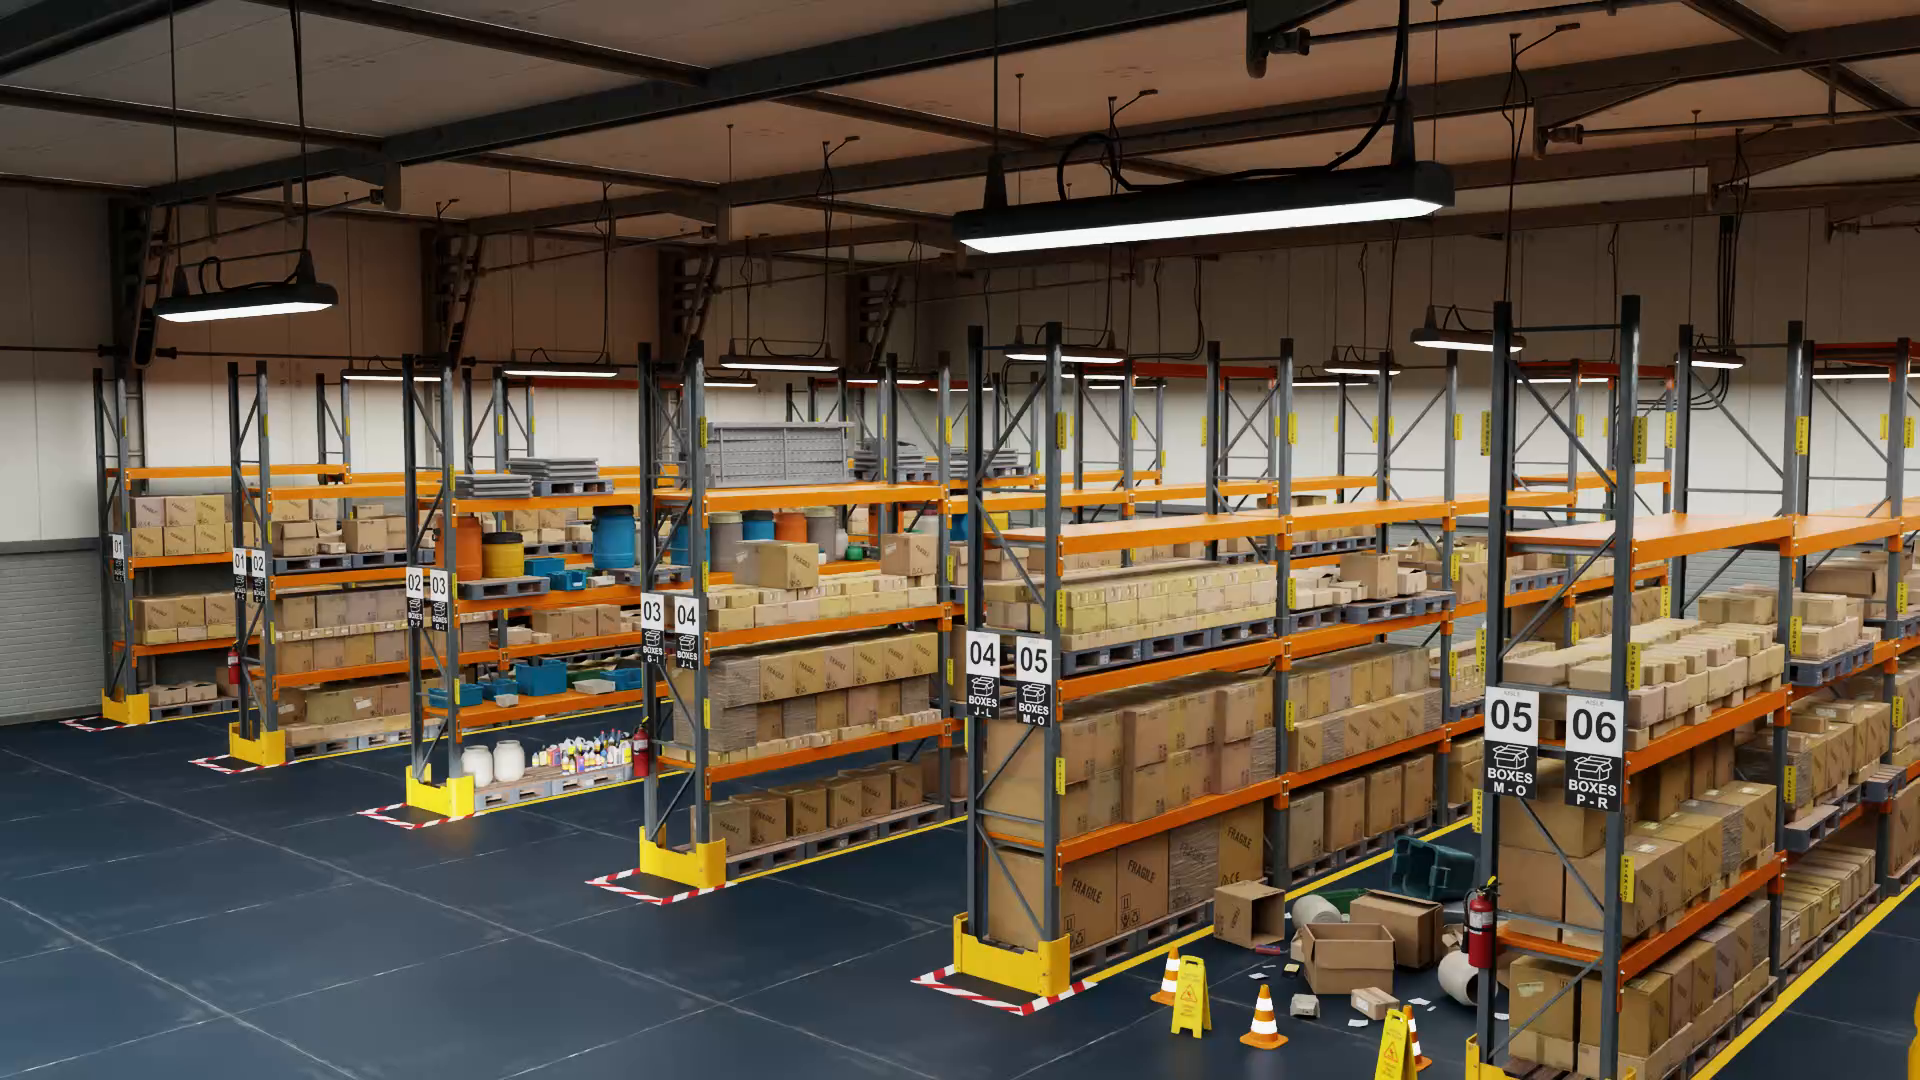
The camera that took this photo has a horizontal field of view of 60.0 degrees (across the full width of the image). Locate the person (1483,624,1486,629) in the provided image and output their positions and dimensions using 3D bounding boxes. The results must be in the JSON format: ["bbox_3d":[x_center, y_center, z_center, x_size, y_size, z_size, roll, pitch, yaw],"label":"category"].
[{"bbox_3d":[9.719,2.096,30.477,0.529,1.673,0.391,3,5,39],"label":"person"}]
